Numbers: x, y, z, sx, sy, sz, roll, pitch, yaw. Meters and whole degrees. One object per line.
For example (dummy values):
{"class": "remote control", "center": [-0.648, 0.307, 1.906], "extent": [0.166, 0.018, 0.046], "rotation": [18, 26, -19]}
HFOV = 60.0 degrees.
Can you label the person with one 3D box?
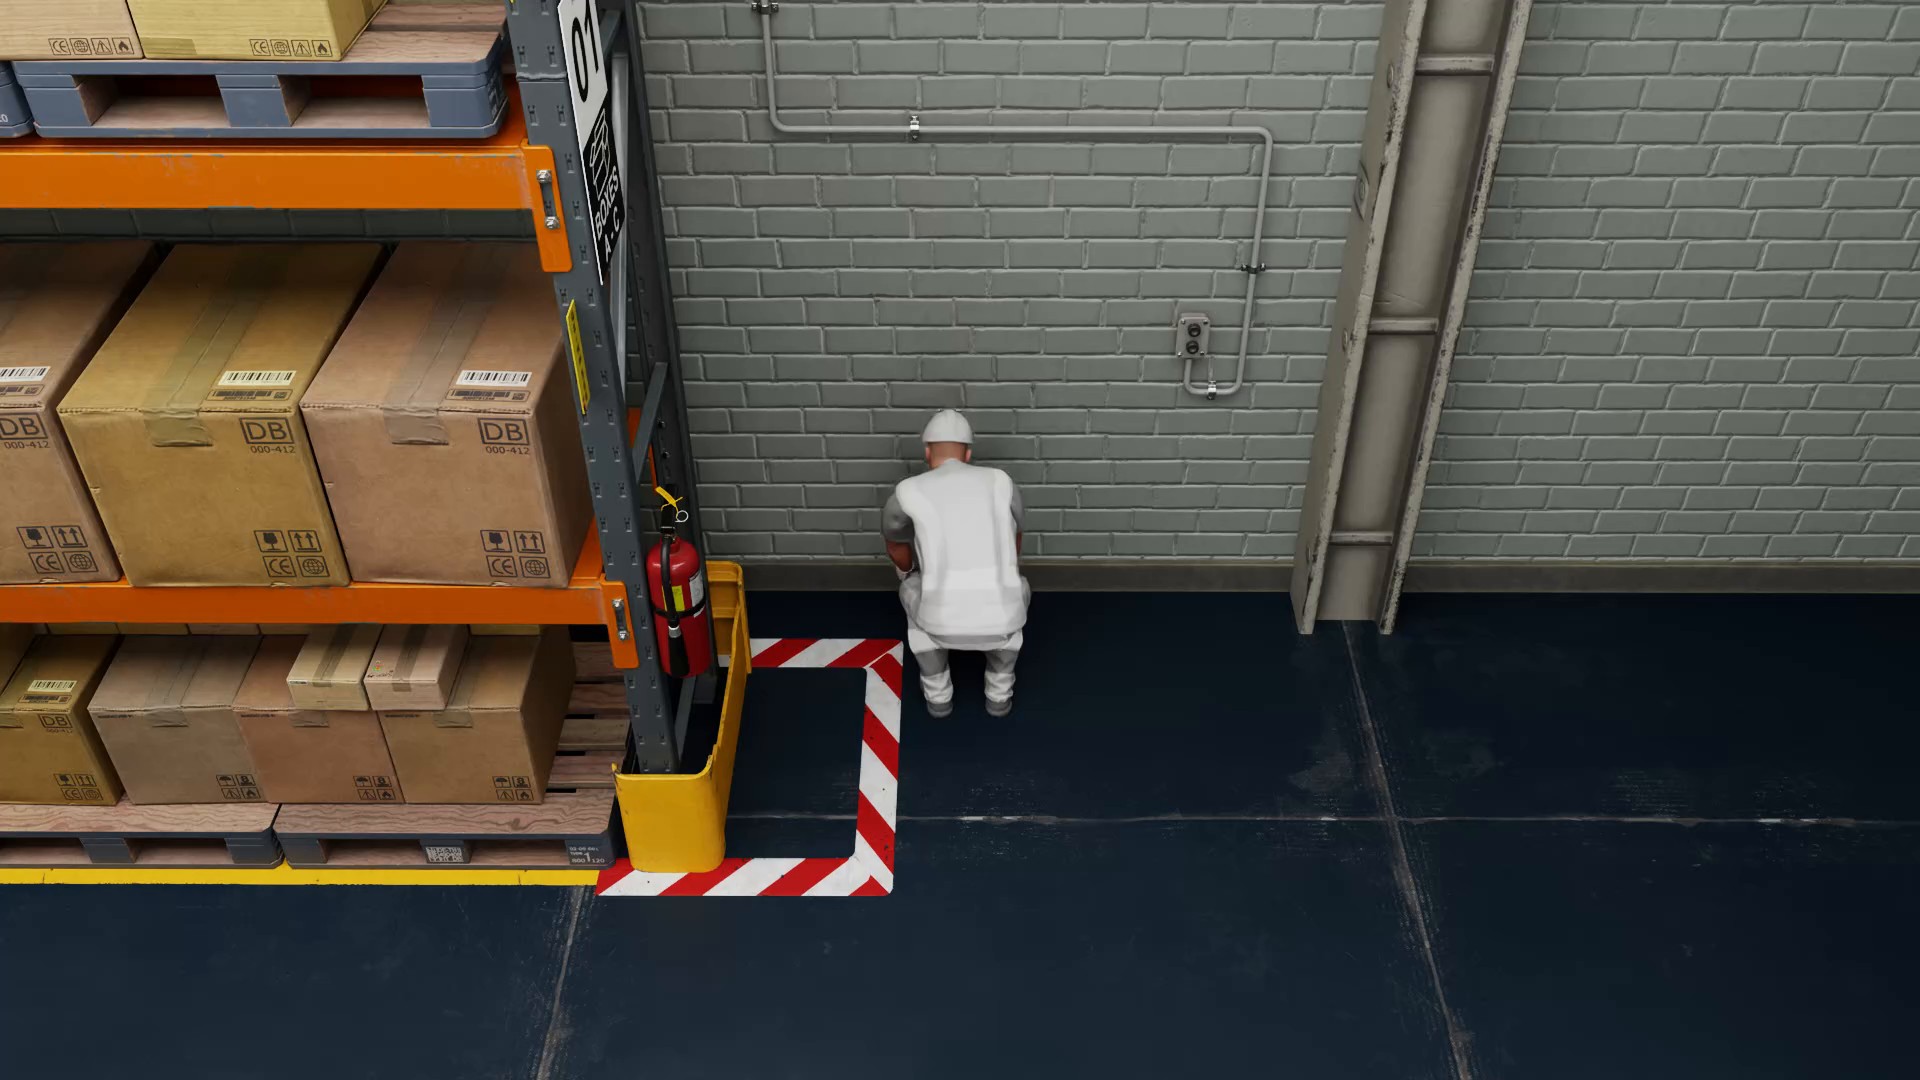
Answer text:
{"class": "person", "center": [-0.012, 0.137, 6.504], "extent": [0.582, 1.114, 0.856], "rotation": [-1, 39, -2]}
